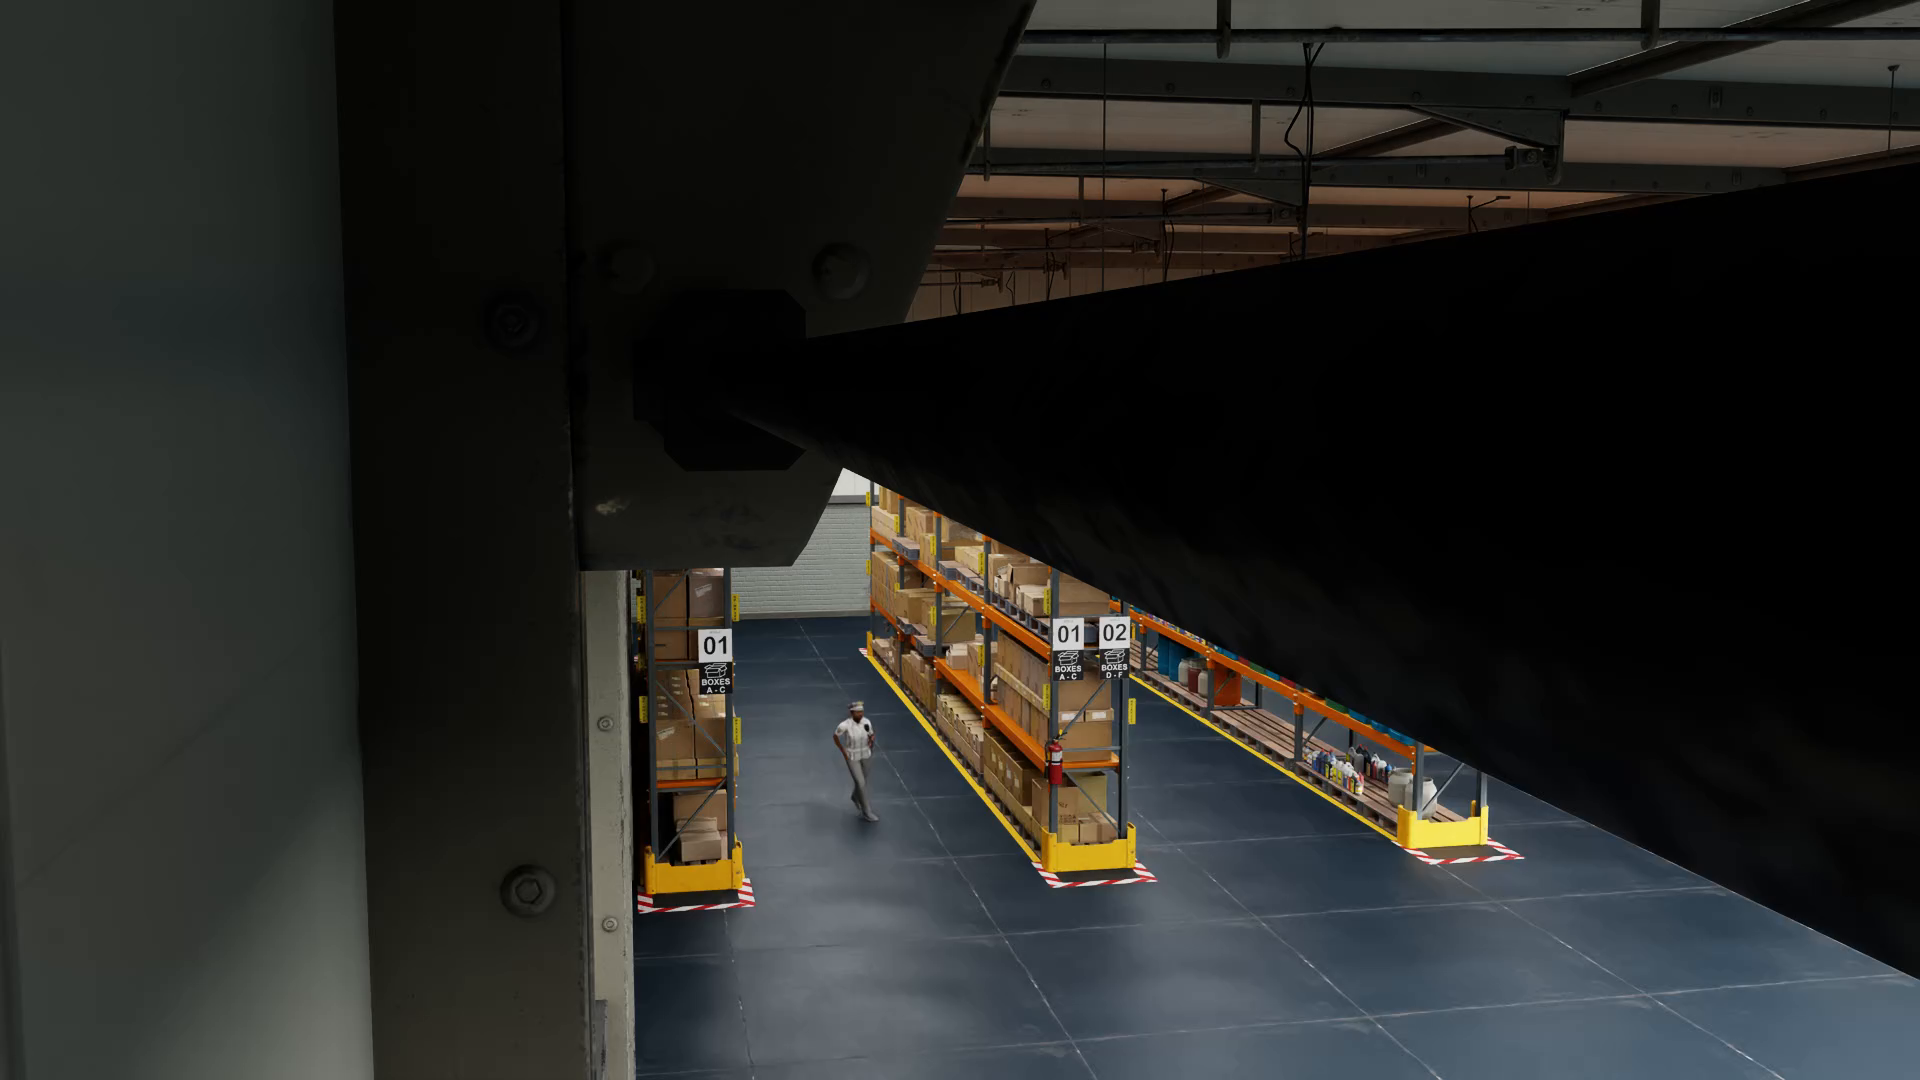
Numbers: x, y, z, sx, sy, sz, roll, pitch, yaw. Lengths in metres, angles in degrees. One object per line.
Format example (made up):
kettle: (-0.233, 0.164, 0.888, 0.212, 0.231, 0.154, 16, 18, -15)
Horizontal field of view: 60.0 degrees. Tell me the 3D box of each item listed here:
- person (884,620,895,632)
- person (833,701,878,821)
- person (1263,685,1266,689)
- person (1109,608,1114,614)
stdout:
person: (-1.535, 1.561, 38.415, 0.575, 1.606, 0.801, -4, 7, -32)
person: (-1.443, 3.051, 23.293, 0.569, 1.661, 0.863, -4, 7, -33)
person: (6.031, 2.237, 32.603, 0.562, 1.419, 0.790, 0, 6, 1)
person: (3.742, 1.270, 40.183, 0.742, 1.815, 0.717, 1, 6, 11)
